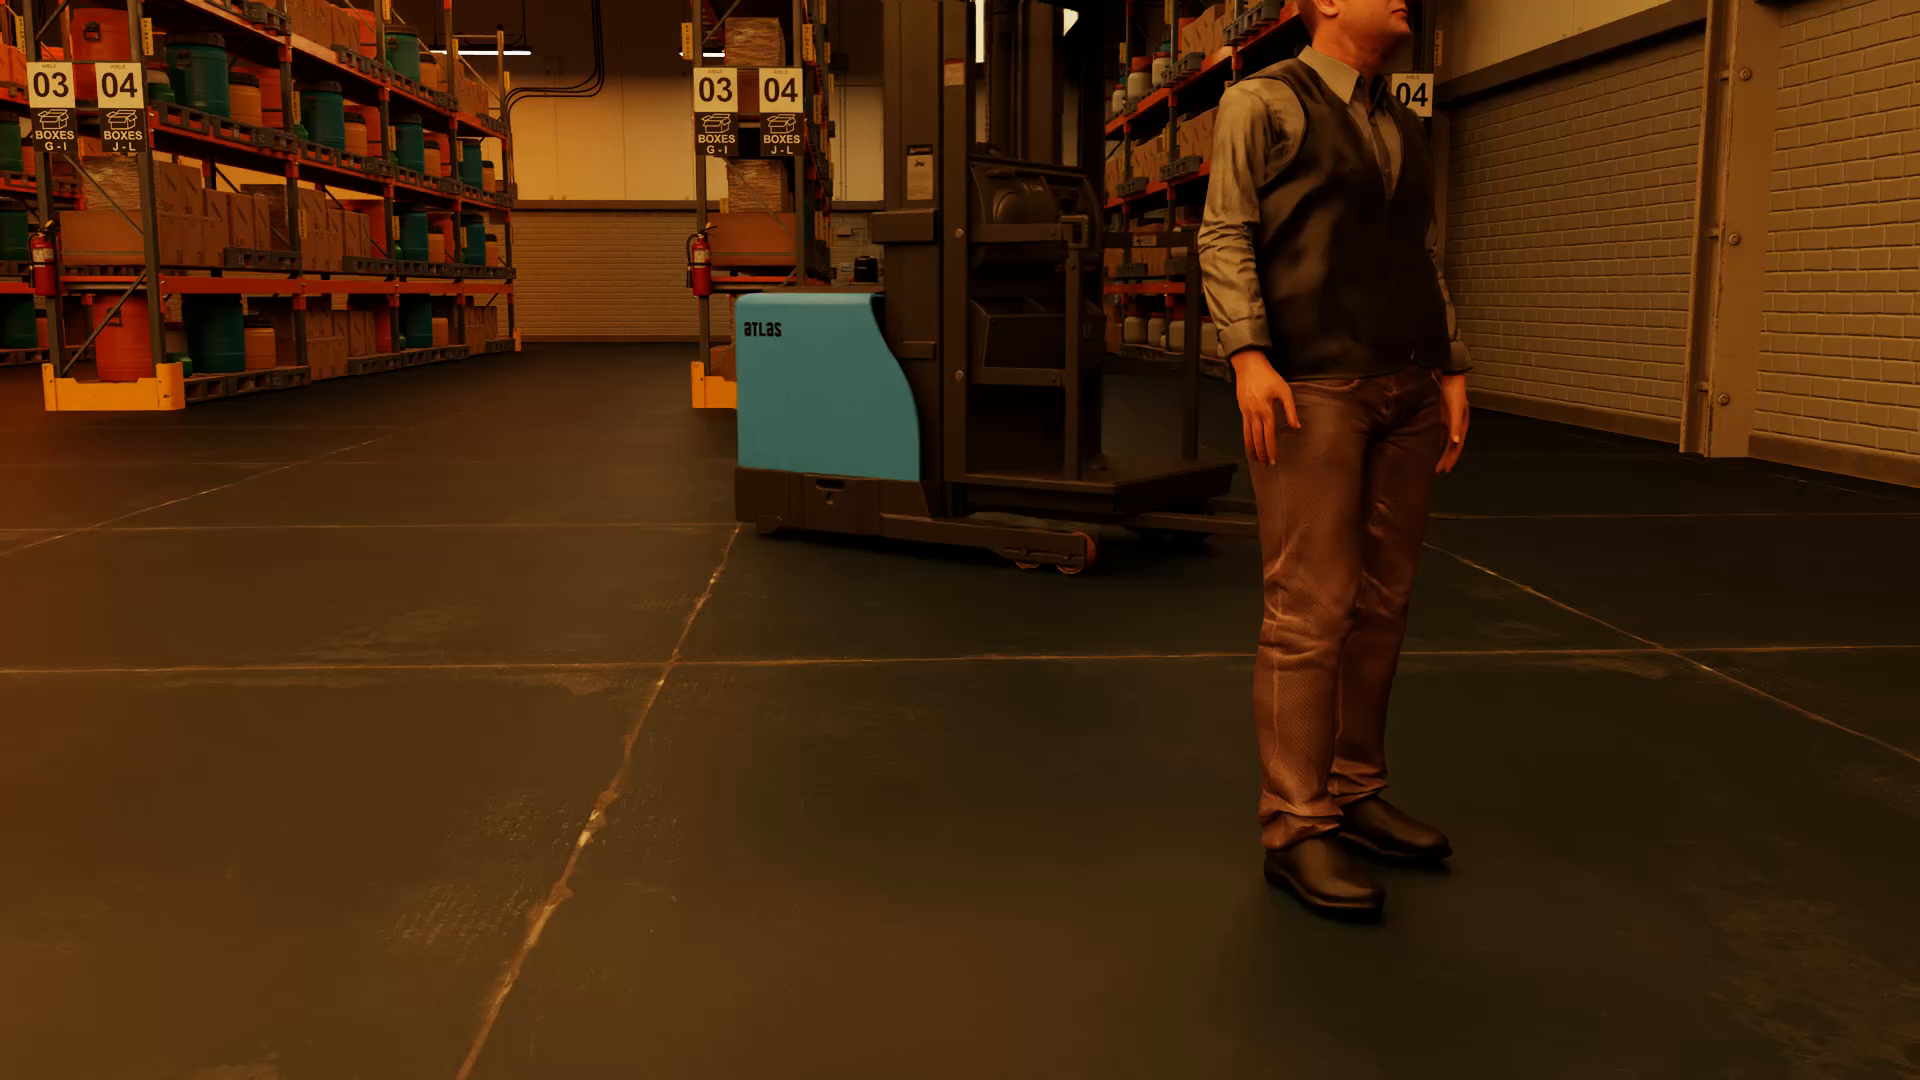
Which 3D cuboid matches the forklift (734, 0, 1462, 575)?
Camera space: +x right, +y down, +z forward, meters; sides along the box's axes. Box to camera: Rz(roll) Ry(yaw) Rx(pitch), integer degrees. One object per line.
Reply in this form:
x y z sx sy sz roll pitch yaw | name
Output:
0.496 -1.404 6.787 3.031 2.935 1.130 6 10 34 | forklift

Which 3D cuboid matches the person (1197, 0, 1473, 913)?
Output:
0.763 -0.252 3.098 0.632 1.719 0.570 -6 10 -35 | person
